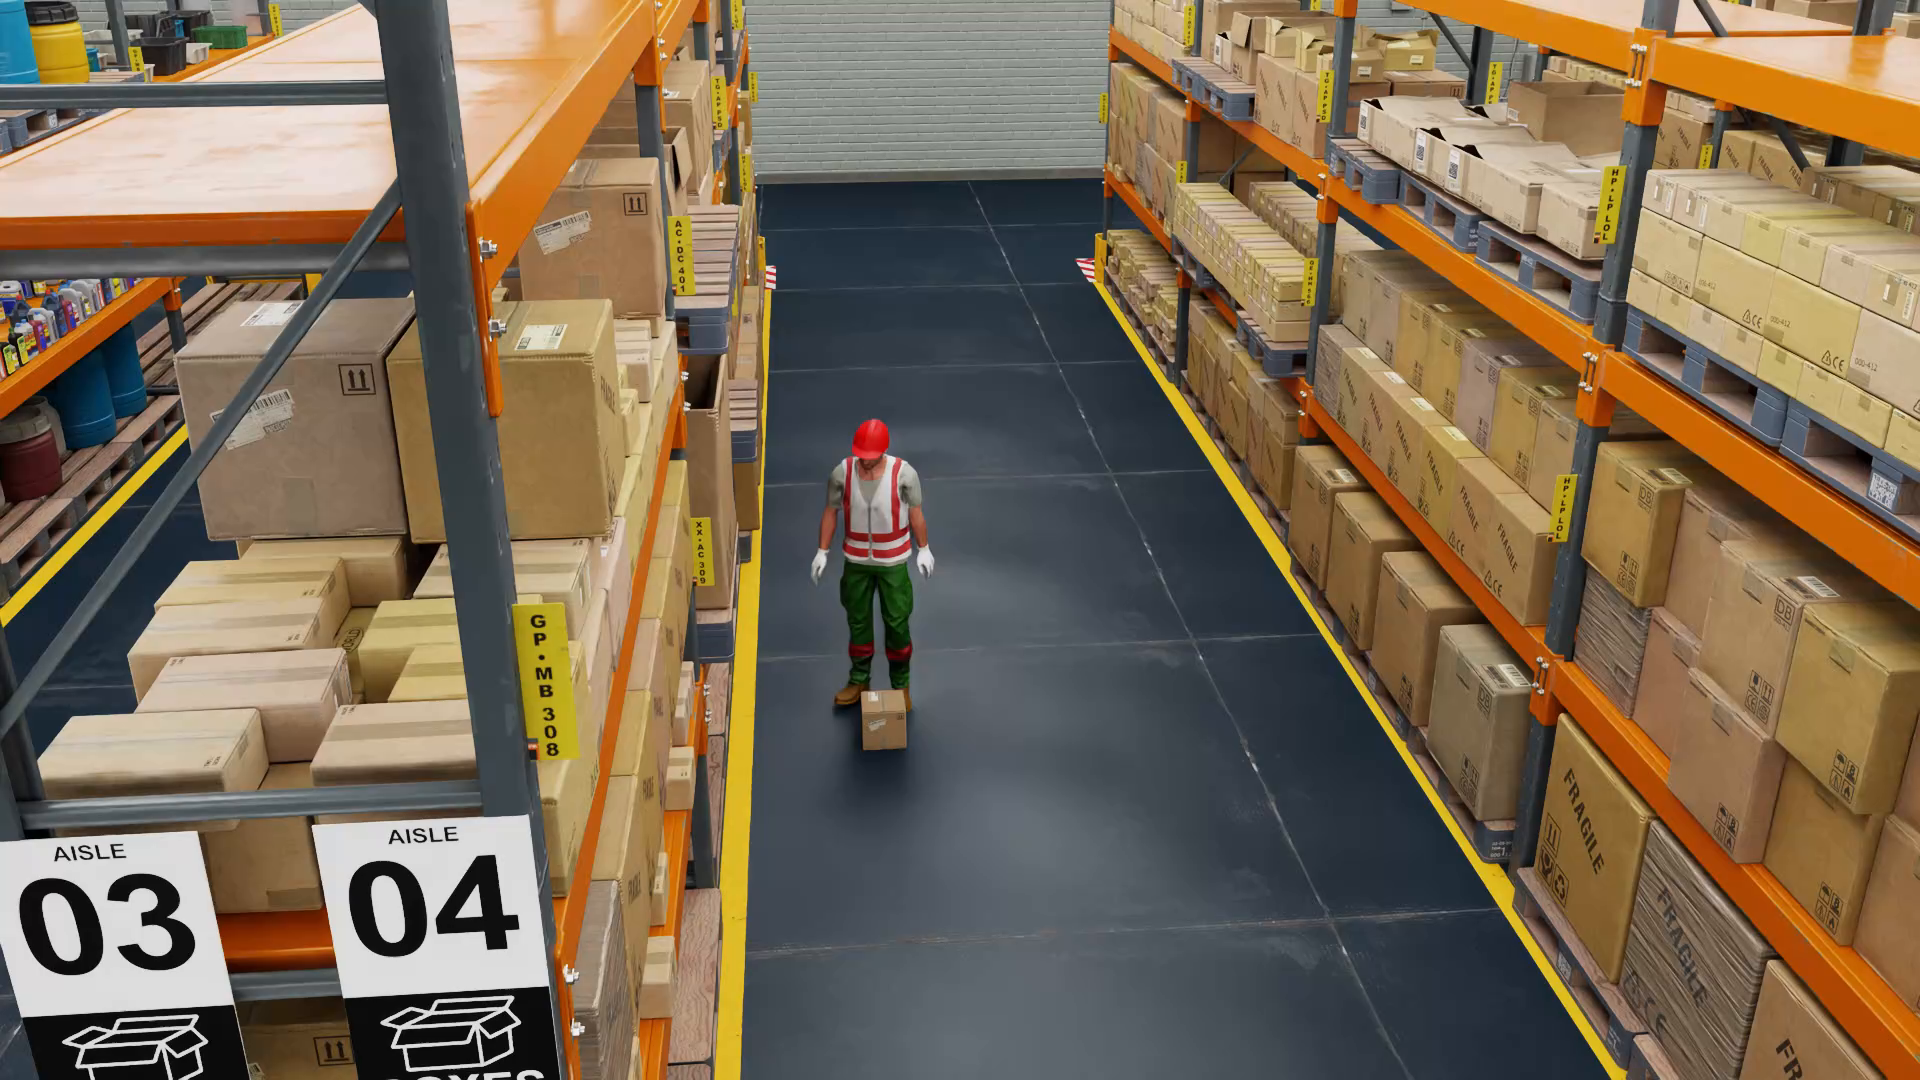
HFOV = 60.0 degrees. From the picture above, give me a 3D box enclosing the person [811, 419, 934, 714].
[{"bbox_3d":[-0.522,0.143,9.729,0.695,1.820,0.389,4,24,10],"label":"person"}]
